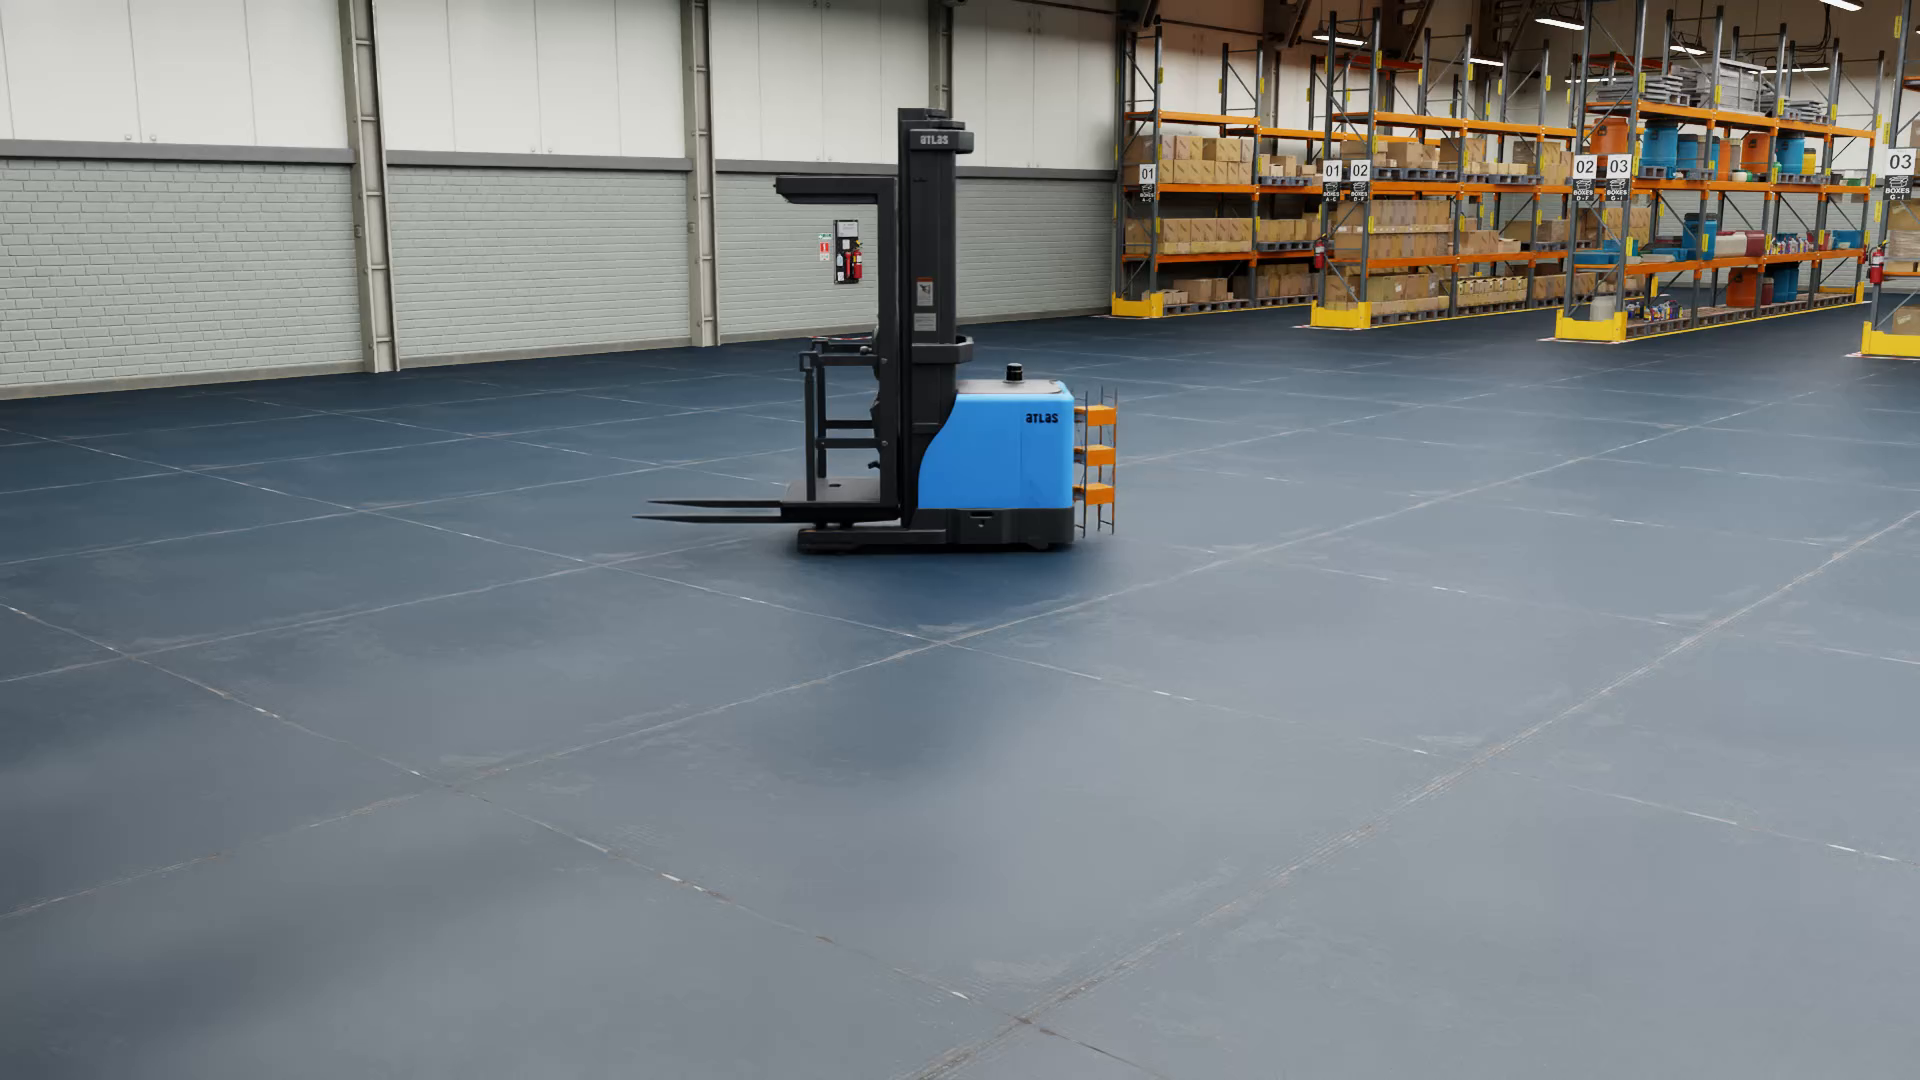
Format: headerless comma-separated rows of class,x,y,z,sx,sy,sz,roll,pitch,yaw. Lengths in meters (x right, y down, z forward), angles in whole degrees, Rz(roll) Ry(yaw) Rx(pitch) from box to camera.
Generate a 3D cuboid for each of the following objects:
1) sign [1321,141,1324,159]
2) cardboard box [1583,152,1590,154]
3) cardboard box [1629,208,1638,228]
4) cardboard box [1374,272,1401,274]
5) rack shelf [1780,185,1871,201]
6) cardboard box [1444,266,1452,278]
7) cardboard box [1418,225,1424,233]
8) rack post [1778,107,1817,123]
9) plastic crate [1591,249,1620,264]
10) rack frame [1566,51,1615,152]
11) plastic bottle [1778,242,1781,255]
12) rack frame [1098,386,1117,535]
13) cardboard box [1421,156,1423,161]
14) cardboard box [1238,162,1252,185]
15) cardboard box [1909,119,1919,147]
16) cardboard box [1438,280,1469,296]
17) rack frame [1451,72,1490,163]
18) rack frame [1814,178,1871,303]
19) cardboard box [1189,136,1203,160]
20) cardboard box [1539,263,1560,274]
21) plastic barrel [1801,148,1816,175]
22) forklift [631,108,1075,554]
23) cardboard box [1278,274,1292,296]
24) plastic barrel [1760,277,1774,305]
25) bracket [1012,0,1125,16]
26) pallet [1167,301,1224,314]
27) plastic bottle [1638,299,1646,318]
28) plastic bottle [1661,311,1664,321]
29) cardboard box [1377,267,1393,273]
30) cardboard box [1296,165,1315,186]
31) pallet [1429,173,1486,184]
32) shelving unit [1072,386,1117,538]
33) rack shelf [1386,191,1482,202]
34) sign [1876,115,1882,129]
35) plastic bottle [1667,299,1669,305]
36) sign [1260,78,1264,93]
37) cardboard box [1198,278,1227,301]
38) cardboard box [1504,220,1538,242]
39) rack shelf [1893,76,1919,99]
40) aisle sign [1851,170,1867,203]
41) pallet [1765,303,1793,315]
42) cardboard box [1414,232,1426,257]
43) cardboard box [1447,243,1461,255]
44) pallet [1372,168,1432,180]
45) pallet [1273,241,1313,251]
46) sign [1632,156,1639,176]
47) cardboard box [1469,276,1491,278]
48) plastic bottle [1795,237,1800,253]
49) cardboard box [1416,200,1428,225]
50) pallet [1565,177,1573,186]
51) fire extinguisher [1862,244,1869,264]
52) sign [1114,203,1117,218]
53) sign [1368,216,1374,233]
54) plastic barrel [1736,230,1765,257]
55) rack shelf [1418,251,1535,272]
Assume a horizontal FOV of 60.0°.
sign,7.113,-7.623,32.504,0.100,0.325,0.005,10,15,40
cardboard box,15.045,-9.161,40.677,0.600,0.600,0.600,8,14,35
cardboard box,16.975,-8.250,42.552,0.500,0.500,0.500,10,15,42
cardboard box,8.950,-5.324,34.741,0.500,0.500,0.500,10,15,40
rack shelf,20.471,-8.222,39.395,1.077,0.370,4.000,10,15,40
cardboard box,13.301,-7.395,46.389,0.700,0.500,0.500,9,14,39
cardboard box,9.294,-6.386,34.115,0.380,0.149,0.250,10,15,42
rack post,17.910,-9.192,36.033,0.954,0.300,0.937,-10,15,-41
plastic crate,11.768,-5.178,30.358,0.499,0.251,0.408,10,15,40
rack frame,15.432,-10.392,40.767,1.000,3.000,0.127,10,15,40
plastic bottle,17.746,-6.329,36.069,0.097,0.271,0.097,0,11,0
rack frame,1.053,-0.568,11.858,0.008,1.050,0.200,-6,14,-28
cardboard box,9.265,-7.856,34.524,0.500,0.311,0.500,9,14,37
cardboard box,6.279,-8.336,37.826,0.500,0.500,0.500,10,15,42
cardboard box,15.783,-6.575,27.024,0.500,0.500,0.500,10,15,40
cardboard box,10.612,-5.434,35.778,0.500,0.311,0.500,10,15,41
rack frame,14.349,-11.621,46.917,1.000,3.000,0.127,10,15,40
rack frame,21.791,-7.398,41.092,1.000,3.000,0.127,10,15,40
cardboard box,4.923,-8.514,36.164,0.500,0.500,0.500,10,15,42
cardboard box,14.270,-6.621,40.548,0.500,0.250,0.500,10,15,40
plastic barrel,18.701,-8.418,36.988,0.600,0.588,0.600,0,11,0
forklift,-0.739,-1.446,11.469,3.031,2.935,1.130,0,11,0
cardboard box,7.572,-6.166,40.183,0.700,0.500,0.500,10,15,41
plastic barrel,17.566,-5.485,36.597,0.600,0.588,0.708,10,15,40
bracket,1.881,-10.758,33.409,0.076,0.066,4.783,10,15,40
pallet,5.206,-5.262,37.518,1.003,0.211,1.213,10,15,40
plastic bottle,13.134,-4.465,32.050,0.144,0.351,0.185,10,15,40
plastic bottle,13.154,-4.224,31.221,0.097,0.201,0.097,0,11,0
cardboard box,10.793,-6.998,43.508,0.750,0.750,0.750,10,15,42
cardboard box,8.143,-8.854,40.411,0.637,0.503,0.797,-10,15,-40
pallet,10.724,-7.782,35.845,0.805,0.209,1.217,9,14,38
shelving unit,0.945,-0.556,11.801,0.252,1.050,0.215,-6,14,-28
rack shelf,13.029,-9.503,45.808,1.077,0.370,4.000,10,15,40
sign,22.215,-10.113,40.192,0.100,0.325,0.005,10,15,40
plastic bottle,13.553,-4.436,31.901,0.144,0.351,0.185,10,15,40
sign,6.824,-10.279,37.614,0.100,0.325,0.005,10,15,40
cardboard box,5.773,-5.745,38.077,0.500,0.500,0.500,8,14,36
cardboard box,13.123,-7.224,38.894,0.700,0.500,0.500,4,12,21
rack shelf,16.270,-7.285,27.056,1.077,0.370,4.000,10,15,40
aisle sign,22.059,-8.645,40.701,0.394,0.787,0.004,10,15,40
pallet,17.805,-5.153,36.974,1.003,0.211,1.213,10,15,40
cardboard box,9.186,-6.105,34.361,0.700,0.500,0.500,10,15,41
cardboard box,10.444,-6.278,35.867,0.500,0.250,0.500,11,16,44
pallet,8.803,-7.393,33.637,1.003,0.211,1.213,10,15,40
pallet,7.793,-7.111,40.146,1.003,0.211,1.213,10,15,40
sign,11.640,-6.447,28.652,0.100,0.325,0.005,10,15,40
cardboard box,11.885,-5.877,37.993,0.500,0.311,0.500,9,15,39
plastic bottle,18.668,-6.580,37.125,0.144,0.351,0.185,10,15,40
cardboard box,9.200,-6.744,34.252,0.700,0.500,0.500,10,15,40
pallet,14.267,-8.589,39.878,1.213,0.211,1.003,10,15,40
fire extinguisher,22.232,-7.141,40.953,0.296,0.674,0.183,10,15,40
sign,3.384,-7.122,35.949,0.100,0.325,0.005,10,15,40
sign,7.924,-6.076,32.059,0.100,0.325,0.005,10,15,40
plastic barrel,16.432,-6.180,34.648,0.600,0.536,0.708,10,15,40
rack shelf,11.472,-6.215,37.005,1.077,0.370,4.000,10,15,40
